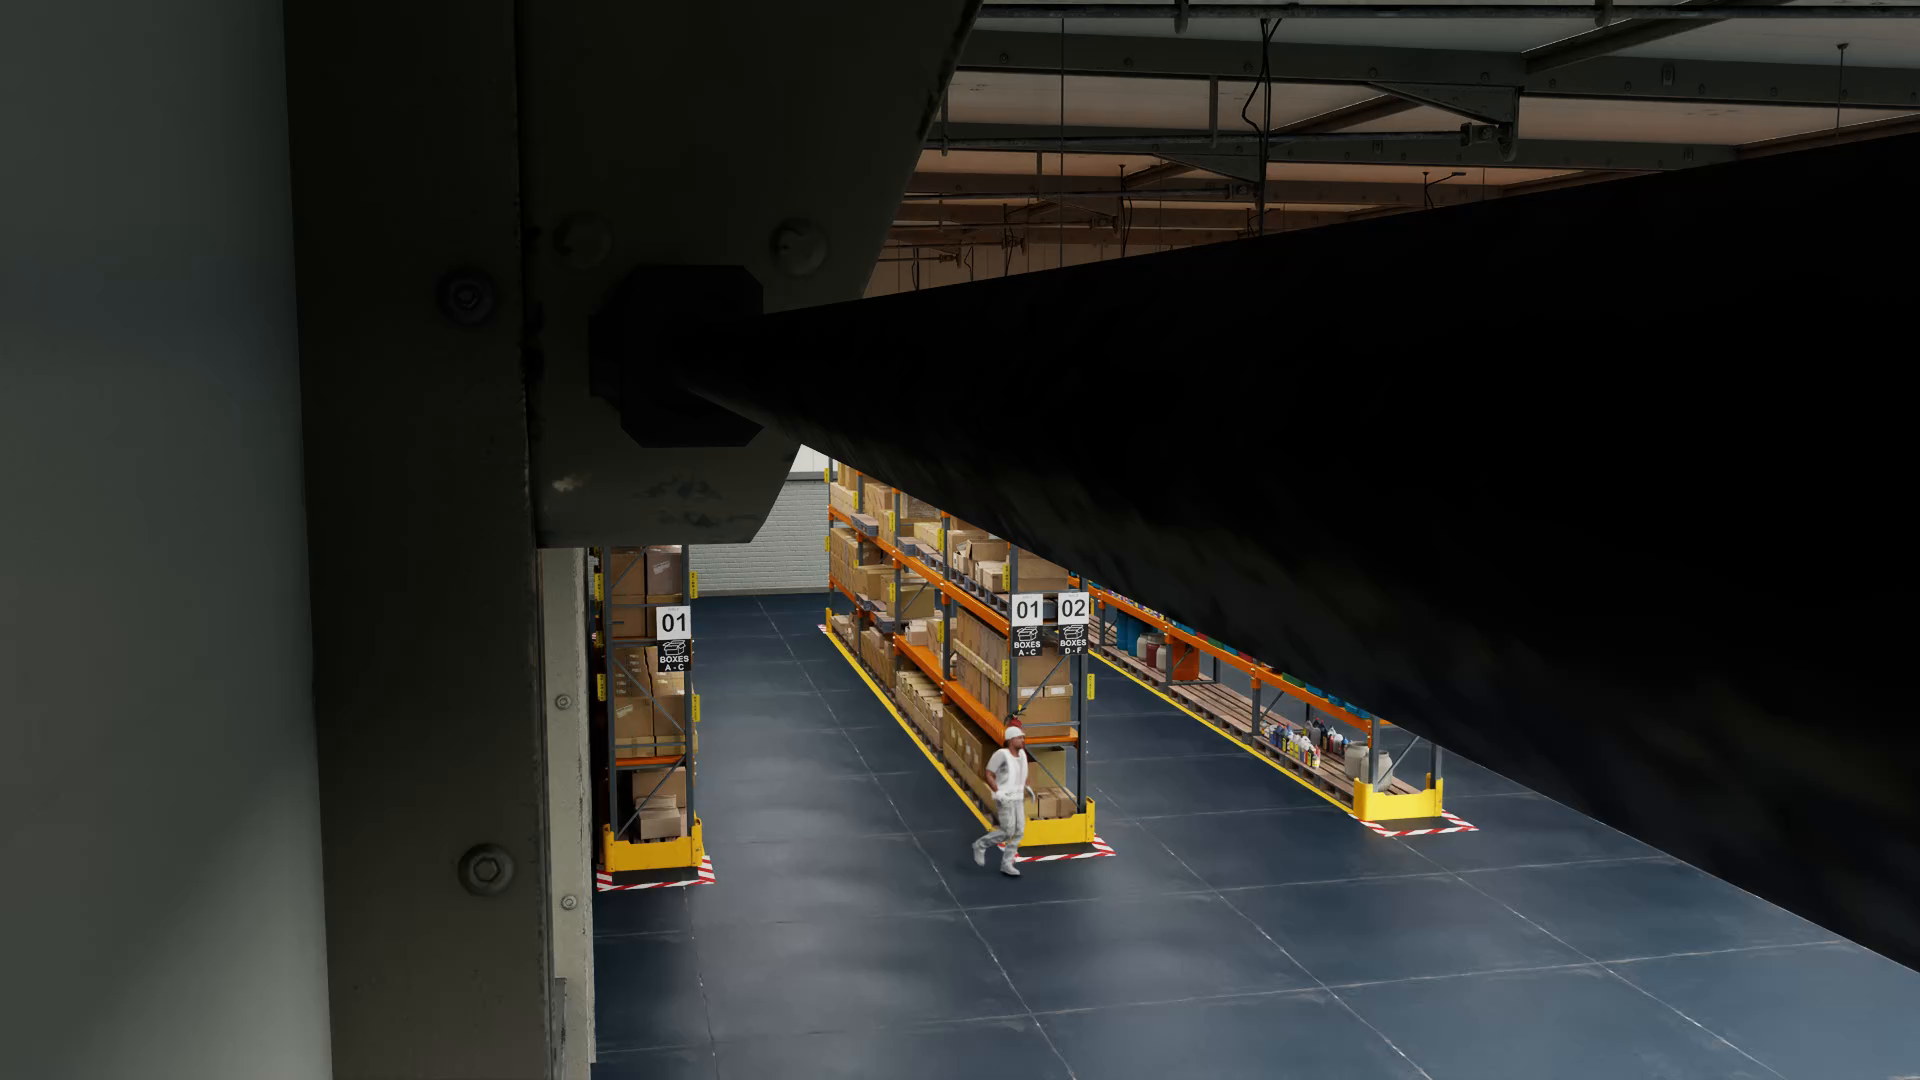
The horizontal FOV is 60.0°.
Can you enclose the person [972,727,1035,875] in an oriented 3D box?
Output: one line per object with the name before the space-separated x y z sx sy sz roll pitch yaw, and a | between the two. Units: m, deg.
person | 0.573 3.101 20.031 0.649 1.729 0.736 5 8 35
